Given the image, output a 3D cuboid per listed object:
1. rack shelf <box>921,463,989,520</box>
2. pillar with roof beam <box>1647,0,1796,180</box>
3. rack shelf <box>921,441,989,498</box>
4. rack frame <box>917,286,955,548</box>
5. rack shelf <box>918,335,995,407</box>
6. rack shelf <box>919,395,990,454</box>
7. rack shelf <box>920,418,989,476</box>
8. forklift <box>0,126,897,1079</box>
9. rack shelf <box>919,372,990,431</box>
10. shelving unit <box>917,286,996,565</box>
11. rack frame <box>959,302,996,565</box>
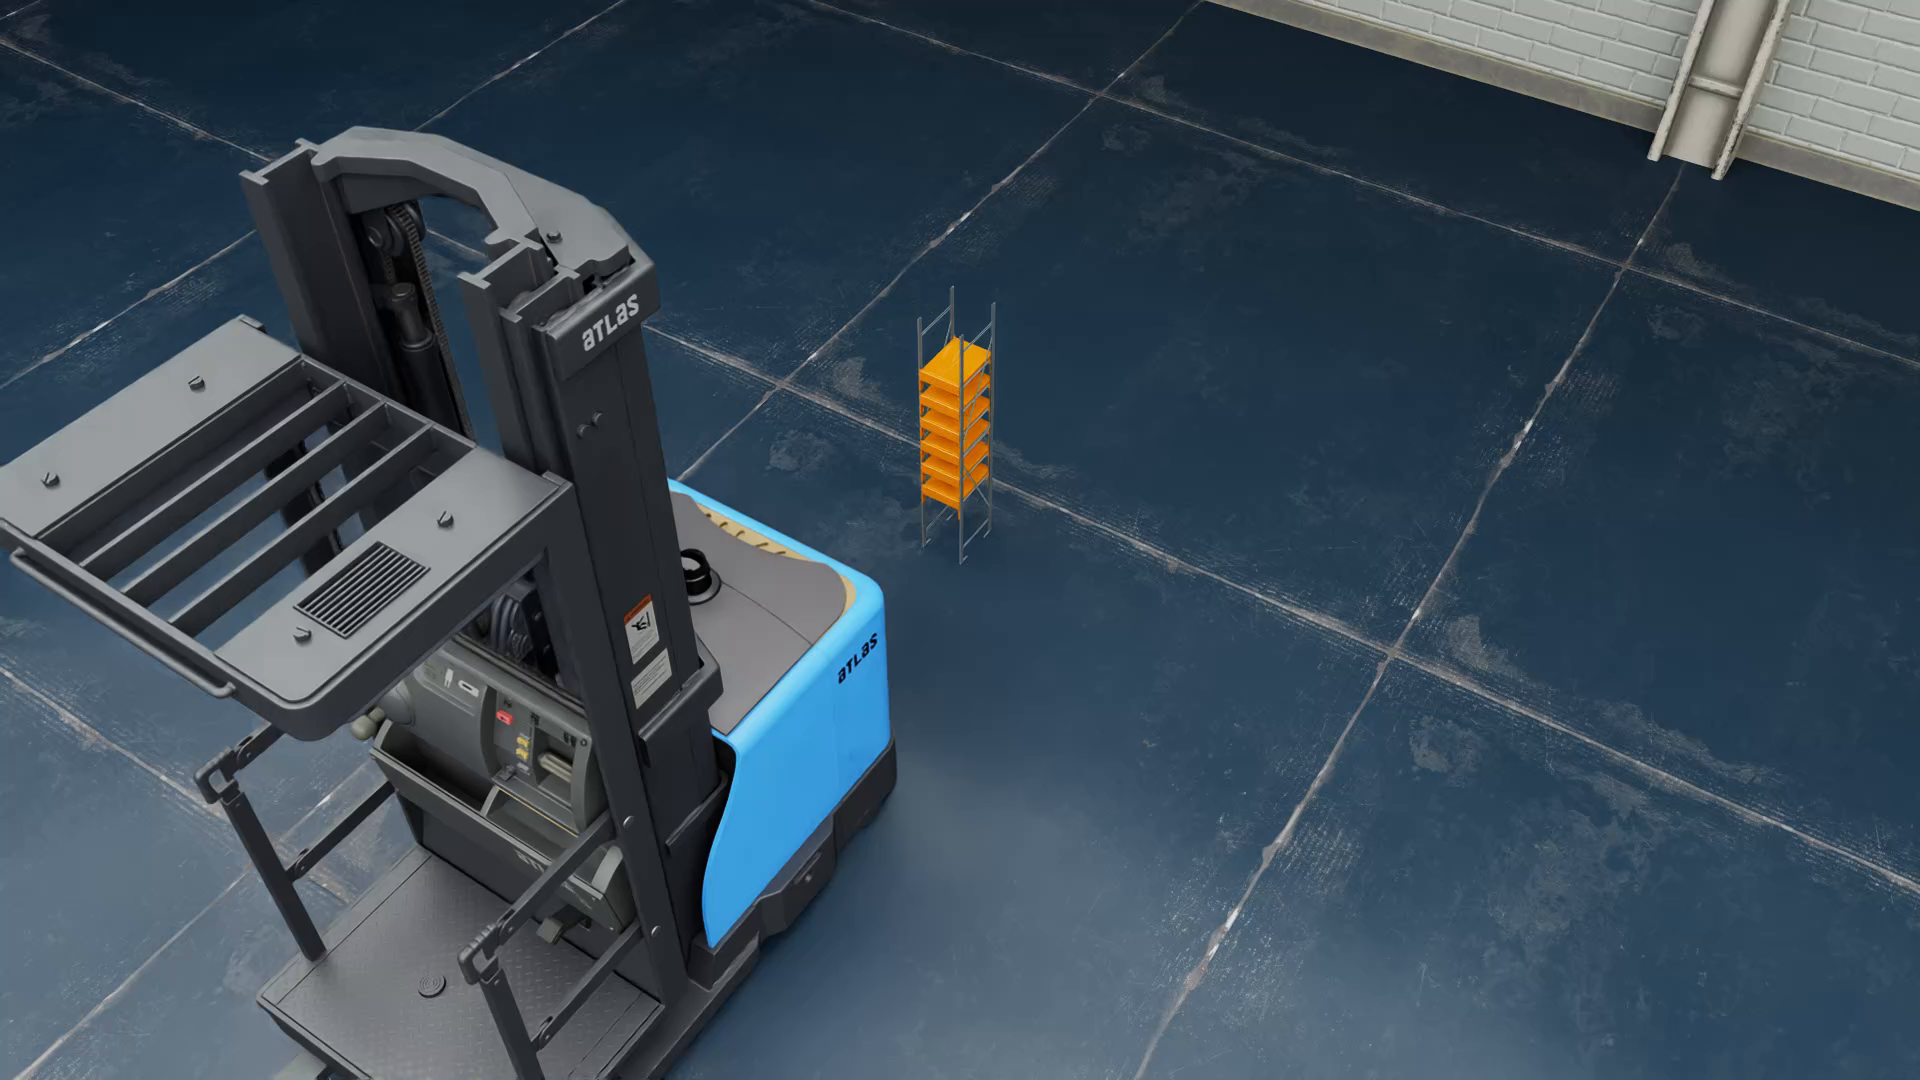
[{"bbox_3d":[-0.012,-0.226,6.751,0.180,0.103,0.258,25,51,22],"label":"rack shelf"},{"bbox_3d":[1.632,-2.614,3.237,0.400,9.000,9.100,25,51,22],"label":"pillar with roof beam"},{"bbox_3d":[-0.012,-0.309,6.665,0.180,0.103,0.258,25,51,22],"label":"rack shelf"},{"bbox_3d":[-0.089,-0.459,6.581,0.006,1.200,0.240,25,51,22],"label":"rack frame"},{"bbox_3d":[-0.012,-0.644,6.321,0.180,0.103,0.258,25,51,22],"label":"rack shelf"},{"bbox_3d":[-0.012,-0.476,6.493,0.180,0.103,0.258,25,51,22],"label":"rack shelf"},{"bbox_3d":[-0.012,-0.393,6.579,0.180,0.103,0.258,25,51,22],"label":"rack shelf"},{"bbox_3d":[-1.463,0.561,4.383,1.130,2.935,3.031,25,51,23],"label":"forklift"},{"bbox_3d":[-0.012,-0.560,6.407,0.180,0.103,0.258,25,51,22],"label":"rack shelf"},{"bbox_3d":[-0.012,-0.424,6.547,0.189,1.200,0.258,25,51,22],"label":"shelving unit"},{"bbox_3d":[0.065,-0.388,6.513,0.006,1.200,0.240,25,51,22],"label":"rack frame"}]
